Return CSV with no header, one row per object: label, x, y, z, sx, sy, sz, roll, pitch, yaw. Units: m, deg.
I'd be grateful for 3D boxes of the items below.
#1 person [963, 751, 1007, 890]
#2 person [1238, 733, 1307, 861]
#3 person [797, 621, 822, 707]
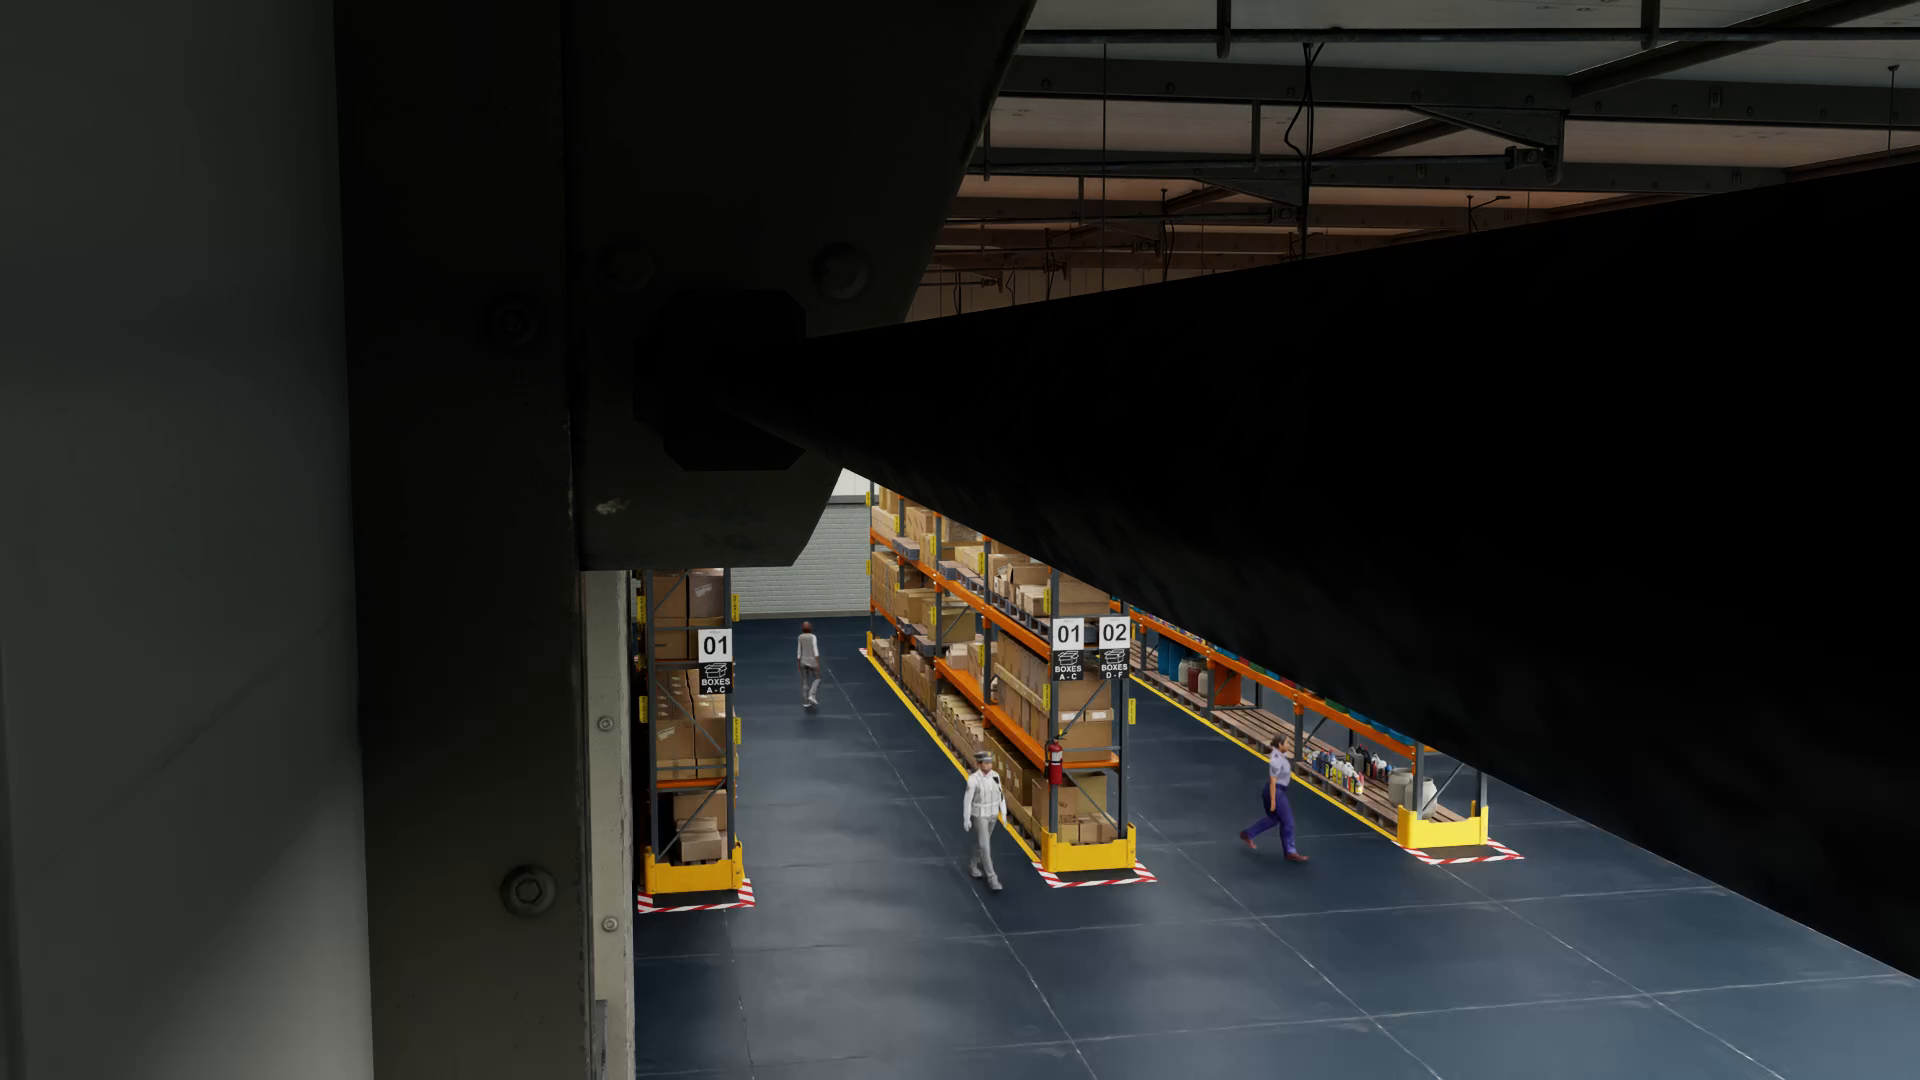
person,0.353,3.380,20.292,0.521,1.630,0.954,-5,8,-39
person,4.052,3.289,21.484,0.884,1.593,0.508,1,6,11
person,-2.827,2.366,30.918,0.448,1.488,0.438,2,6,20
